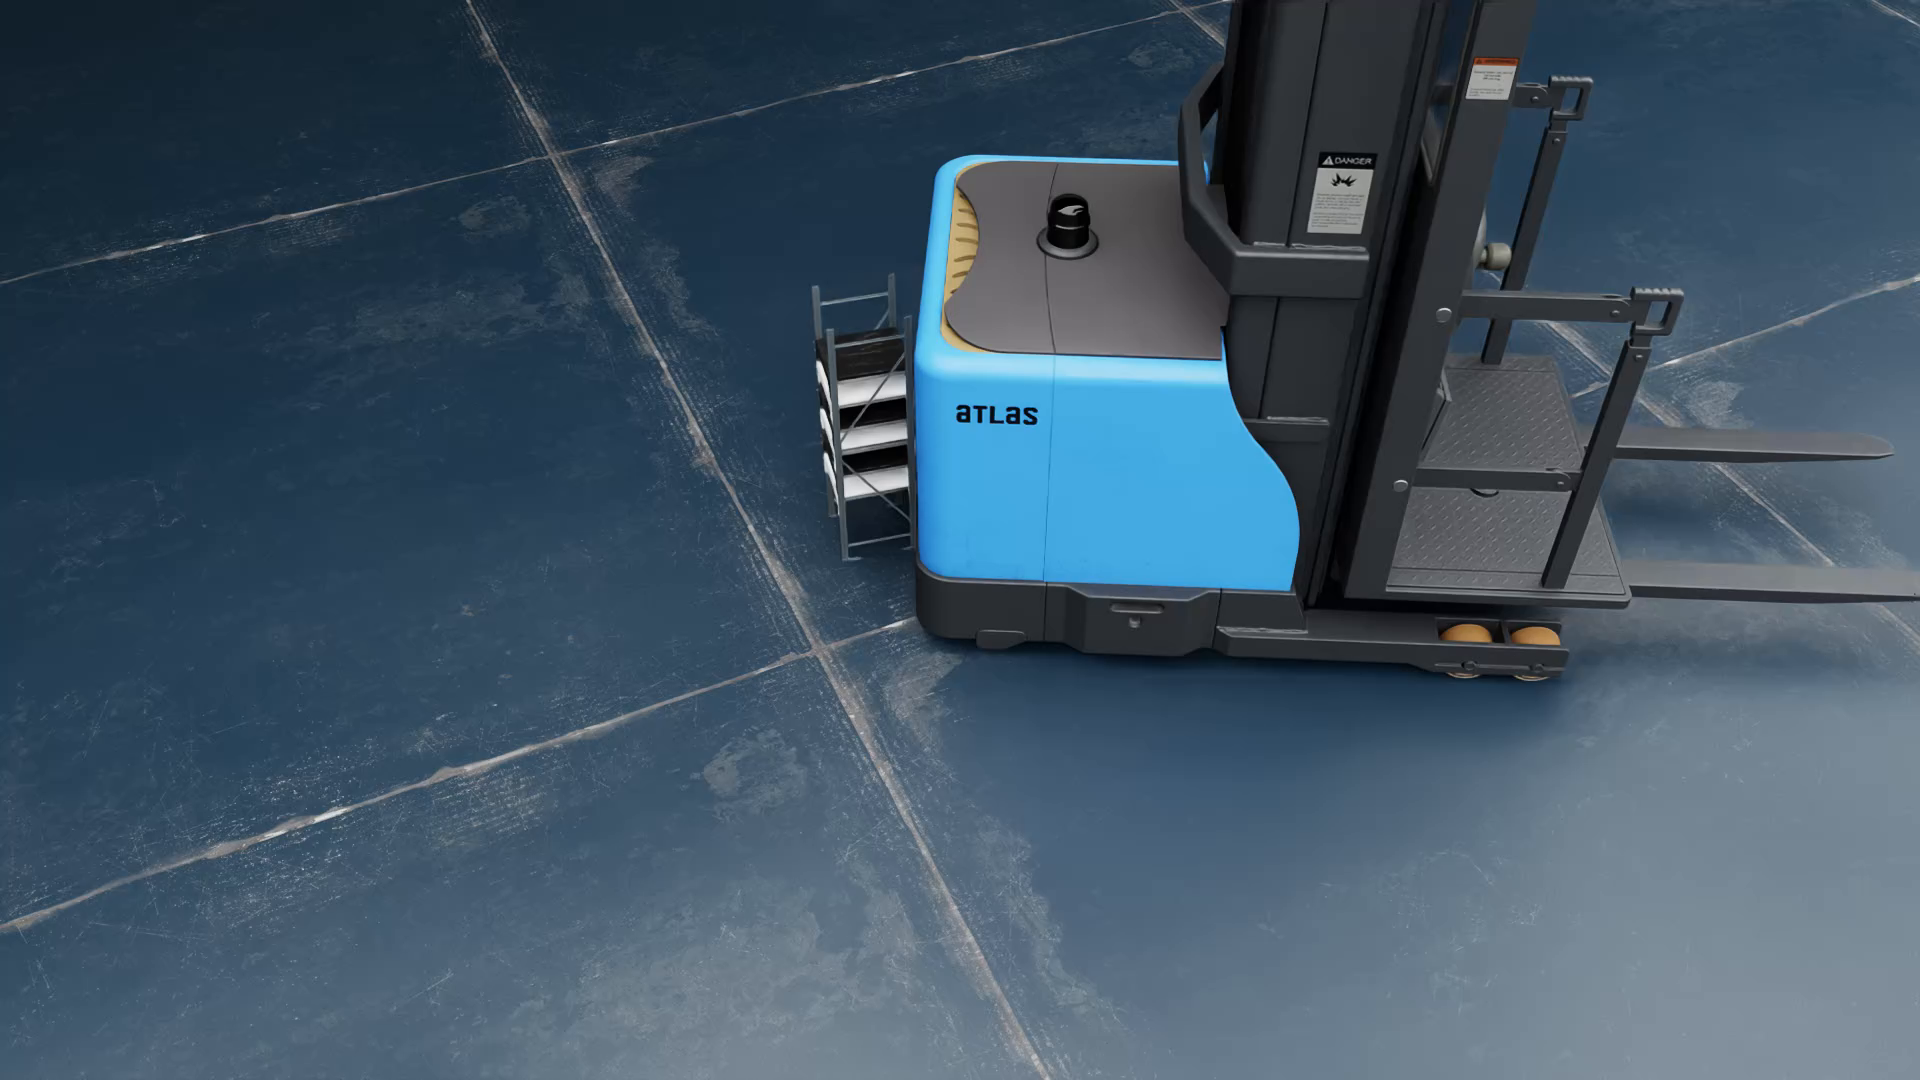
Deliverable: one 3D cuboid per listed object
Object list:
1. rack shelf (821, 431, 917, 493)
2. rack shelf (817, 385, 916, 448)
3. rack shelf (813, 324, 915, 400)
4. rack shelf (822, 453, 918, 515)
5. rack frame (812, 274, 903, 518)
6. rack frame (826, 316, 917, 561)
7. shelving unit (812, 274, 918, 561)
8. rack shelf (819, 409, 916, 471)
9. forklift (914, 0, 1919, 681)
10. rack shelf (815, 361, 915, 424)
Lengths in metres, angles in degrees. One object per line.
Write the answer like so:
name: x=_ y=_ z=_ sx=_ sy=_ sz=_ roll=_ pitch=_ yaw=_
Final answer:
rack shelf: x=-0.276 y=-0.258 z=5.047 sx=0.258 sy=0.077 sz=0.200 roll=-11 pitch=46 yaw=-10
rack shelf: x=-0.276 y=-0.386 z=4.920 sx=0.258 sy=0.077 sz=0.200 roll=-11 pitch=46 yaw=-10
rack shelf: x=-0.276 y=-0.514 z=4.794 sx=0.258 sy=0.077 sz=0.200 roll=-11 pitch=46 yaw=-10
rack shelf: x=-0.276 y=-0.194 z=5.110 sx=0.258 sy=0.077 sz=0.200 roll=-11 pitch=46 yaw=-10
rack frame: x=-0.302 y=-0.415 z=5.030 sx=0.240 sy=0.900 sz=0.006 roll=-11 pitch=46 yaw=-10
rack frame: x=-0.250 y=-0.277 z=4.890 sx=0.240 sy=0.900 sz=0.006 roll=-11 pitch=46 yaw=-10
shelving unit: x=-0.276 y=-0.346 z=4.960 sx=0.258 sy=0.900 sz=0.210 roll=-11 pitch=46 yaw=-10
rack shelf: x=-0.276 y=-0.322 z=4.983 sx=0.258 sy=0.077 sz=0.200 roll=-11 pitch=46 yaw=-10
forklift: x=1.405 y=-1.020 z=4.197 sx=3.031 sy=2.935 sz=1.130 roll=2 pitch=45 yaw=2
rack shelf: x=-0.276 y=-0.450 z=4.857 sx=0.258 sy=0.077 sz=0.200 roll=-11 pitch=46 yaw=-10
